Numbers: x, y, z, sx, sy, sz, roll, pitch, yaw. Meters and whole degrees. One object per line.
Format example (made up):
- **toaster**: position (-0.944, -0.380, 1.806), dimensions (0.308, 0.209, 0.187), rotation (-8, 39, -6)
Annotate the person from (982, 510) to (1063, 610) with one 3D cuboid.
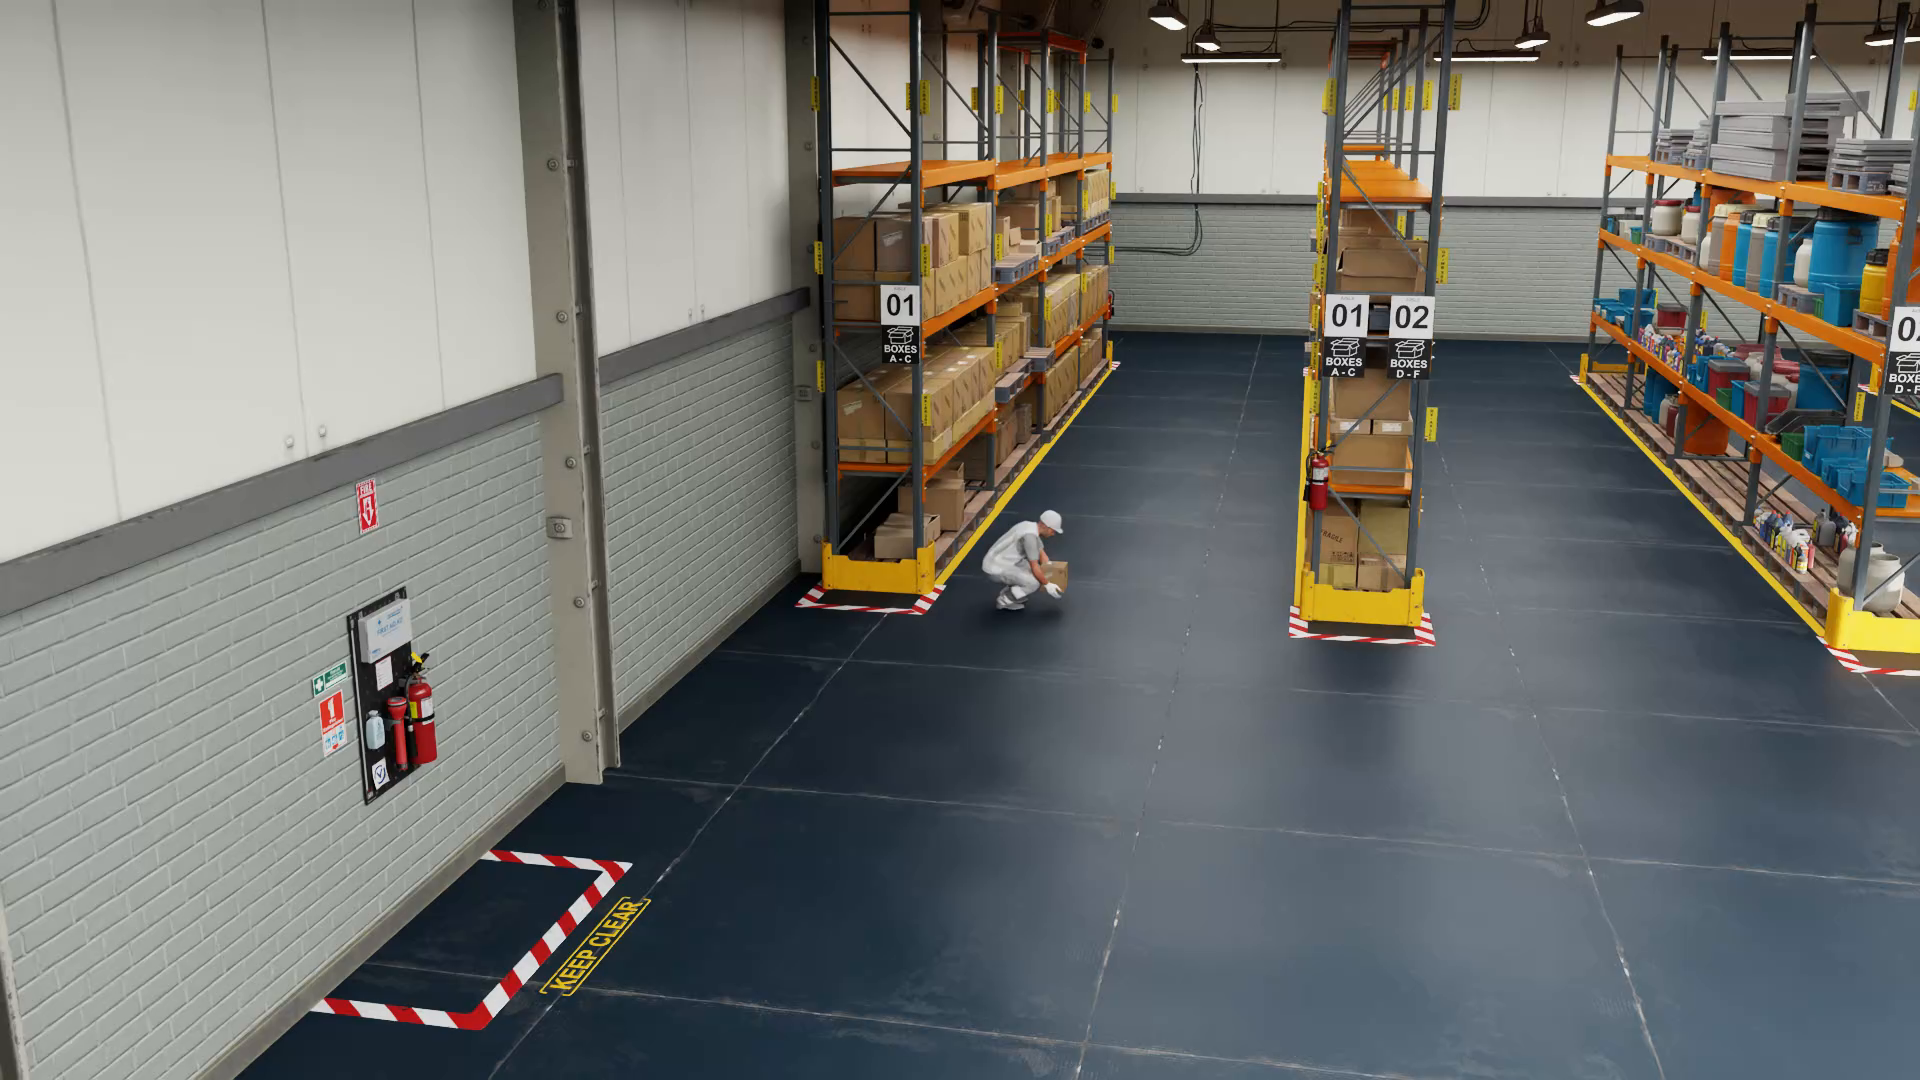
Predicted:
- **person**: position (0.645, 0.188, 16.830), dimensions (0.837, 0.999, 0.562), rotation (2, 15, 9)
